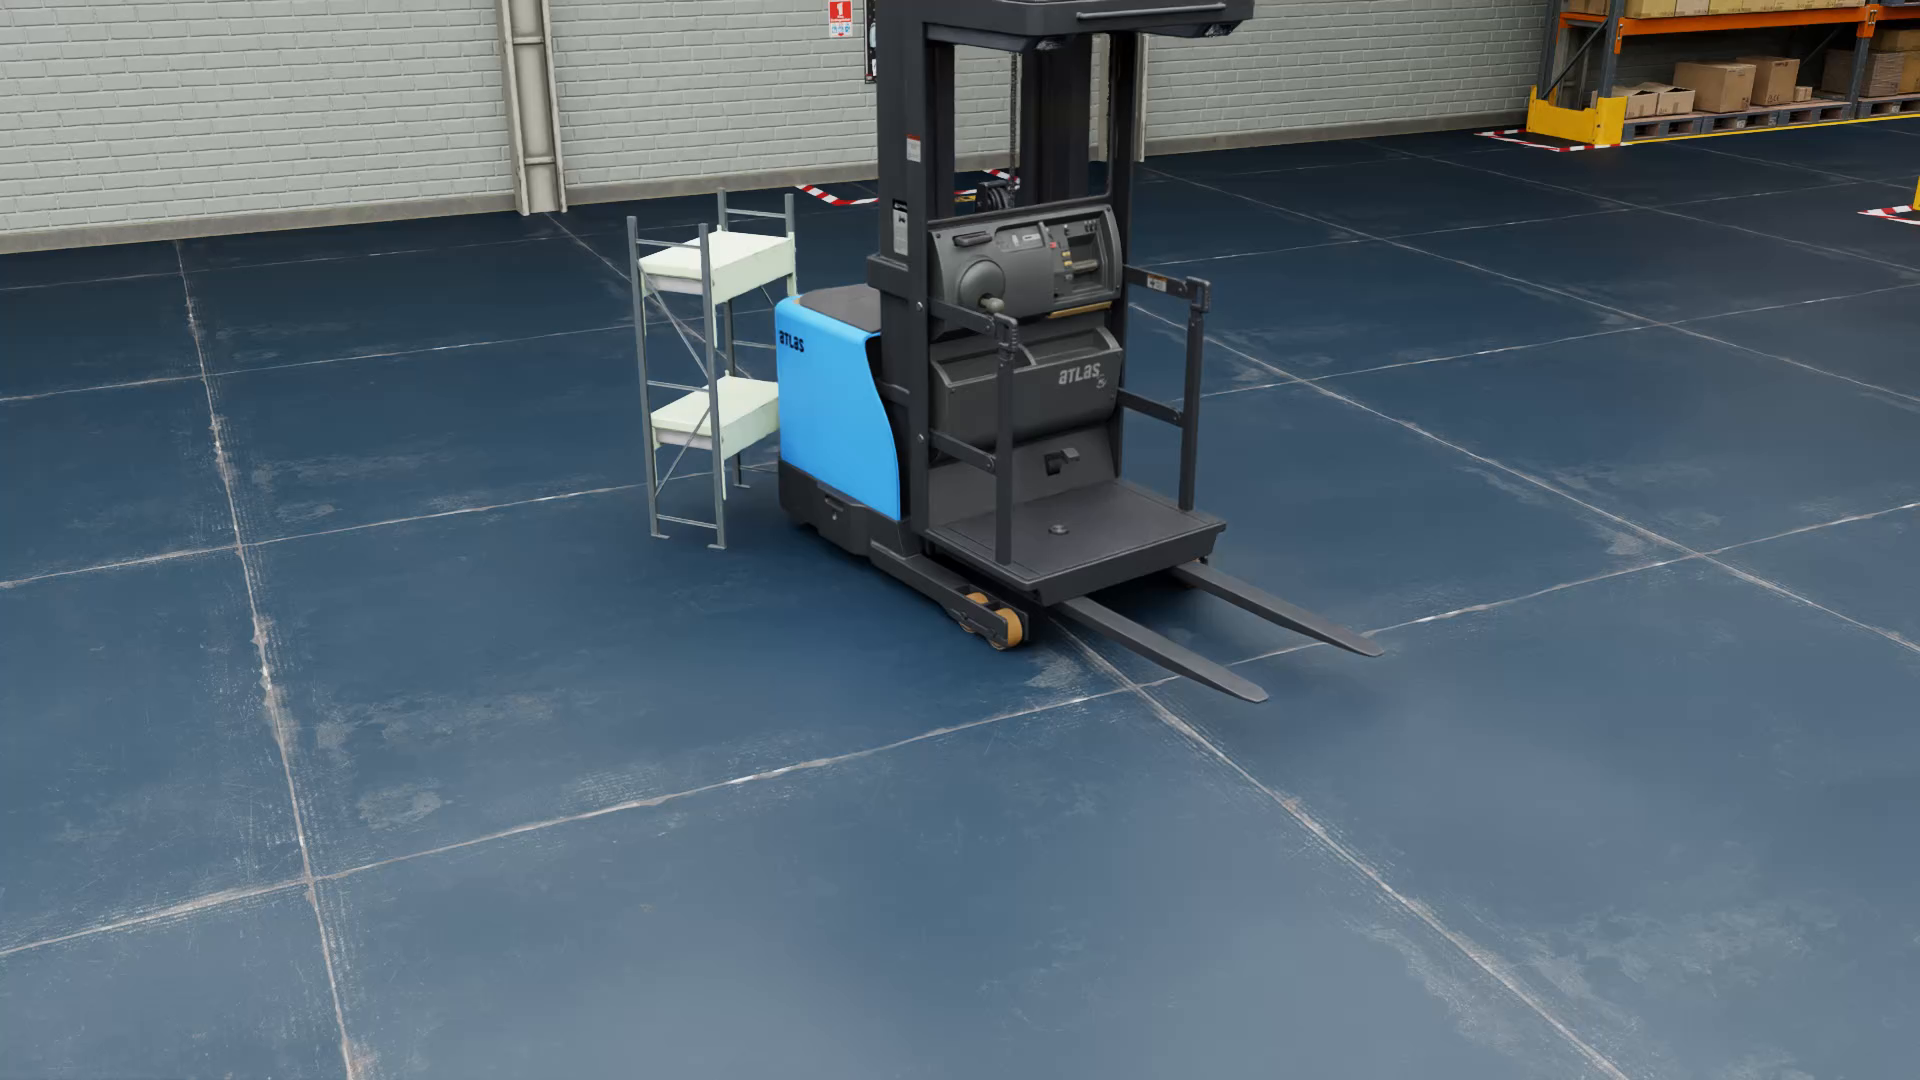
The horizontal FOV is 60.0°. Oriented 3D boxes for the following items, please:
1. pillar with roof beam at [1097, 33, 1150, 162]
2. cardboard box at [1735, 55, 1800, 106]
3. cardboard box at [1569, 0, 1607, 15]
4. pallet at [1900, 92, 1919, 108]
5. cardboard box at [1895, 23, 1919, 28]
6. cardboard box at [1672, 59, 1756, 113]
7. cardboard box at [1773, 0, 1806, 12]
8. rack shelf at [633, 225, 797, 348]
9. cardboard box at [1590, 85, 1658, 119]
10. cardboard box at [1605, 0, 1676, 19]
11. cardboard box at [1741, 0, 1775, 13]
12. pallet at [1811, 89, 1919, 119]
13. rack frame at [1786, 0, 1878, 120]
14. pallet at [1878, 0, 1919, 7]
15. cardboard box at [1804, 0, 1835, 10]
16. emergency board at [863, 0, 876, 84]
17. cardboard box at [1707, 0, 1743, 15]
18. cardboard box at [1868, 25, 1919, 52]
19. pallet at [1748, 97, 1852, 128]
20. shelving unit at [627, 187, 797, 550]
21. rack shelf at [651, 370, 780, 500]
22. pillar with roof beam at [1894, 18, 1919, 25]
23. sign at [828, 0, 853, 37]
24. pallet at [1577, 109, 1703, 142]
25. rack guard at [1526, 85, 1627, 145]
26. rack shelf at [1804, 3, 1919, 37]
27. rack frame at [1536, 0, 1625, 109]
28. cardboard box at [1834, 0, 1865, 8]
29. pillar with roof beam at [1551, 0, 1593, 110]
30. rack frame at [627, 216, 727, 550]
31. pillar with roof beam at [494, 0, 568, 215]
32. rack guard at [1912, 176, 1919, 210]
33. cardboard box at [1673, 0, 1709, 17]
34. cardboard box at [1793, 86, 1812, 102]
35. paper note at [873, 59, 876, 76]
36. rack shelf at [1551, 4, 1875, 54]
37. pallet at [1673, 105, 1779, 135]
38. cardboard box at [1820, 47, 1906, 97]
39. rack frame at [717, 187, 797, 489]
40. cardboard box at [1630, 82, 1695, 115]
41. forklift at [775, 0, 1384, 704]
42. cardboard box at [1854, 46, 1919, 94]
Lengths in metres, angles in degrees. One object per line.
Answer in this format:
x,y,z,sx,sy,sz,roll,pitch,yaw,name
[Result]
3.533,-6.616,11.966,0.400,9.000,9.100,-10,25,-24,pillar with roof beam
9.504,-5.434,19.649,0.500,0.500,0.500,-12,26,-28,cardboard box
7.154,-5.993,18.475,0.500,0.250,0.500,-10,25,-23,cardboard box
12.223,-5.617,21.043,1.213,0.211,1.003,-10,25,-24,pallet
11.940,-6.256,20.655,0.500,0.250,0.500,-11,25,-25,cardboard box
8.676,-5.239,19.179,0.500,0.500,0.700,-12,25,-27,cardboard box
9.227,-6.160,18.880,0.500,0.250,0.500,-11,25,-24,cardboard box
-1.109,-1.170,7.595,0.431,0.370,0.720,10,24,22,rack shelf
7.480,-4.953,18.734,0.500,0.311,0.500,-14,26,-30,cardboard box
7.395,-5.820,18.058,0.500,0.250,0.500,-11,25,-25,cardboard box
8.774,-6.076,18.677,0.500,0.250,0.500,-10,25,-23,cardboard box
11.122,-5.413,20.551,1.213,0.211,1.003,-10,25,-24,pallet
10.421,-6.572,19.704,0.127,3.000,1.000,-10,25,-24,rack frame
11.173,-6.560,19.926,1.213,0.211,1.003,-10,25,-24,pallet
9.674,-6.249,19.094,0.500,0.250,0.500,-10,25,-23,cardboard box
-0.577,-4.931,15.739,0.643,1.169,0.194,-10,25,-24,emergency board
8.318,-5.993,18.477,0.500,0.250,0.500,-11,25,-24,cardboard box
11.473,-6.169,20.443,0.500,0.250,0.500,-11,25,-25,cardboard box
9.832,-5.160,19.939,1.213,0.211,1.003,-10,25,-24,pallet
-1.109,-0.809,7.744,0.431,1.500,0.755,10,24,22,shelving unit
-1.109,-0.508,7.869,0.431,0.370,0.720,10,24,22,rack shelf
14.346,-8.606,16.775,0.400,9.000,9.100,-10,25,-24,pillar with roof beam
-1.120,-4.891,15.597,0.234,0.329,0.001,-10,25,-24,sign
7.633,-4.755,18.961,1.213,0.211,1.003,-10,25,-24,pallet
6.886,-4.766,18.610,0.348,0.500,1.175,-10,25,-24,rack guard
12.223,-6.571,20.643,4.000,0.370,1.077,-10,25,-24,rack shelf
6.817,-5.908,18.102,0.127,3.000,1.000,-10,25,-24,rack frame
10.126,-6.329,19.287,0.500,0.250,0.500,-10,25,-23,cardboard box
8.940,-7.611,14.371,0.400,9.000,9.100,-10,25,-24,pillar with roof beam
-1.260,-0.682,7.436,0.400,1.500,0.023,10,24,22,rack frame
-1.873,-5.620,9.562,0.400,9.000,9.100,-10,25,-24,pillar with roof beam
8.947,-3.043,14.447,0.348,0.500,1.175,-10,25,-24,rack guard
7.856,-5.911,18.278,0.500,0.250,0.500,-11,25,-25,cardboard box
9.952,-5.367,19.923,0.250,0.166,0.380,-14,26,-30,cardboard box
-0.766,-4.518,15.894,0.142,0.148,0.016,-10,25,-24,paper note
8.619,-5.908,19.041,4.000,0.370,1.077,-10,25,-24,rack shelf
8.731,-4.956,19.447,1.213,0.211,1.003,-10,25,-24,pallet
11.077,-5.748,20.407,0.500,0.500,0.700,-10,24,-22,cardboard box
-0.958,-0.937,8.052,0.400,1.500,0.023,10,24,22,rack frame
7.993,-5.048,18.962,0.500,0.311,0.500,-8,24,-19,cardboard box
0.411,-1.124,6.632,1.130,2.935,3.031,-16,27,-33,forklift
11.521,-5.851,20.656,0.500,0.500,0.700,-11,25,-25,cardboard box
